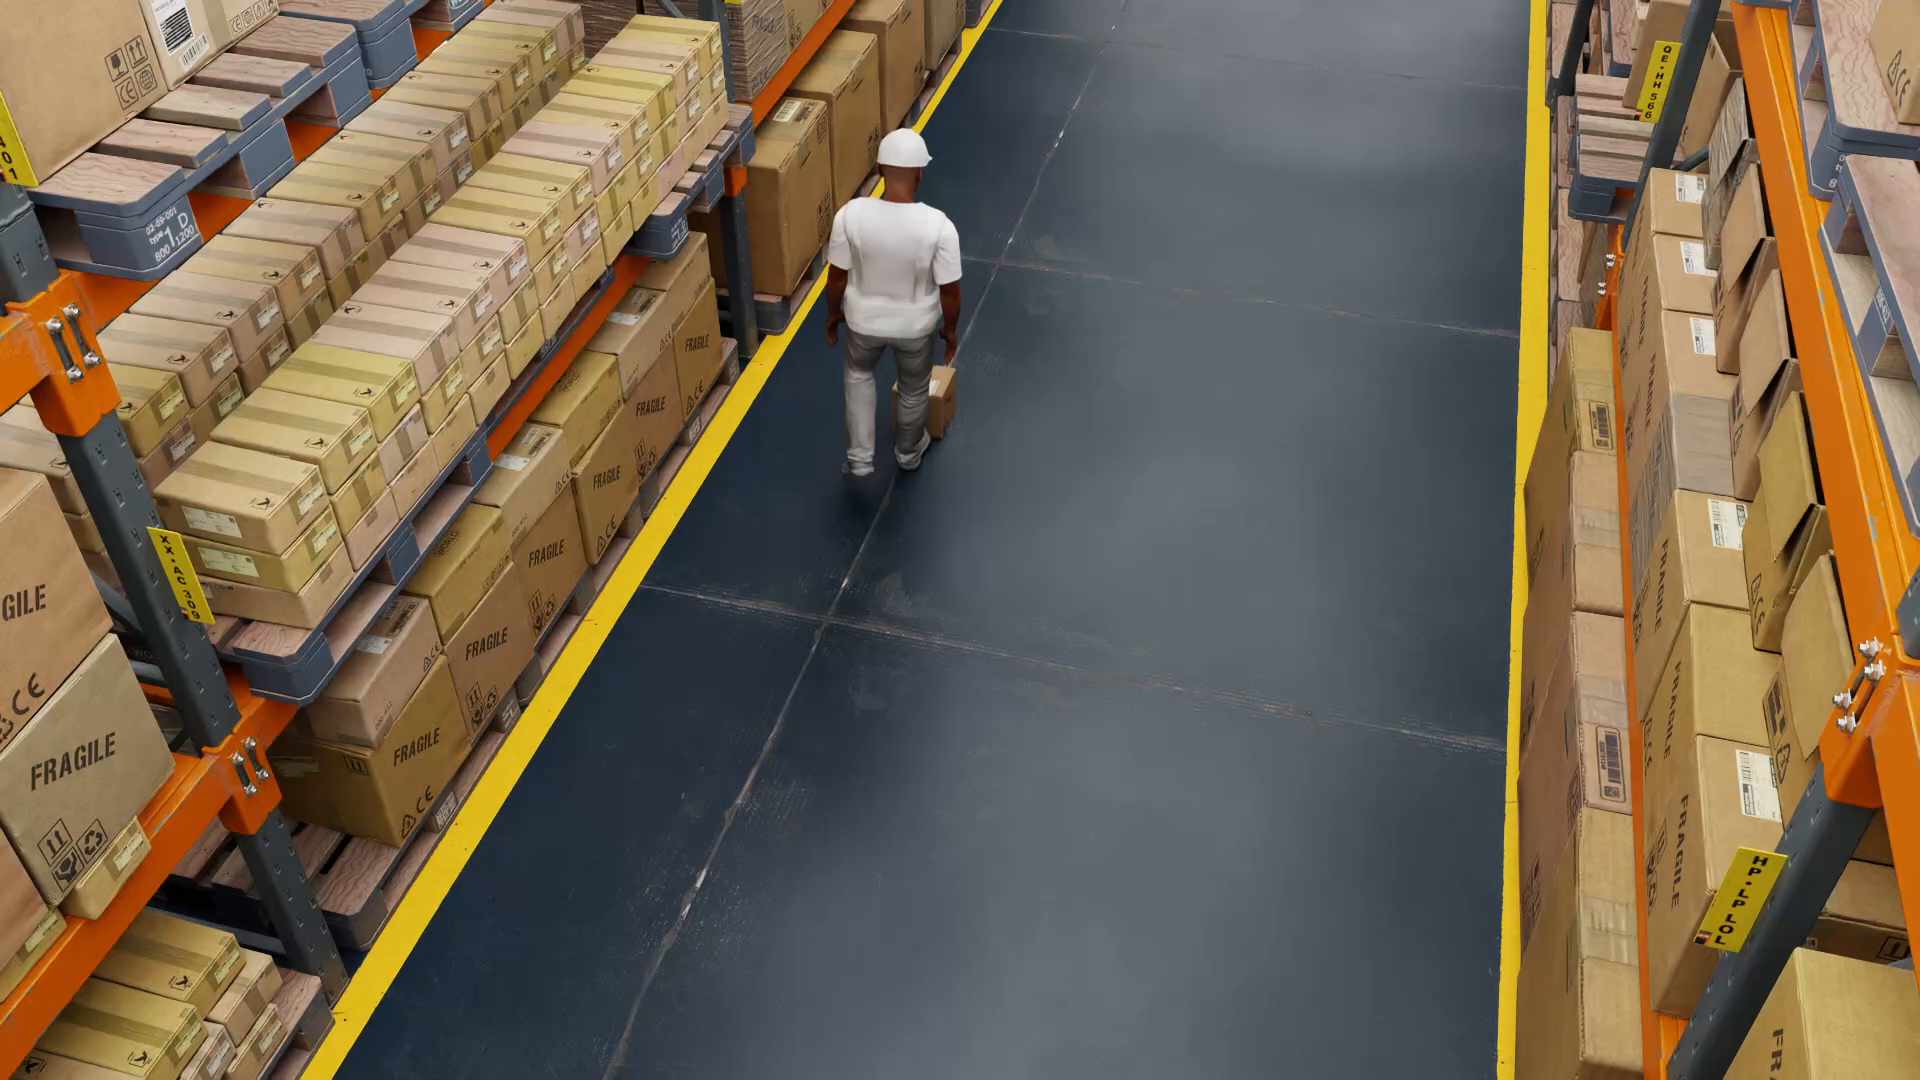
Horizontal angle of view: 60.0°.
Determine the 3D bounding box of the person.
[{"bbox_3d":[-0.278,-1.003,7.274,0.609,1.765,0.581,4,41,5],"label":"person"}]
